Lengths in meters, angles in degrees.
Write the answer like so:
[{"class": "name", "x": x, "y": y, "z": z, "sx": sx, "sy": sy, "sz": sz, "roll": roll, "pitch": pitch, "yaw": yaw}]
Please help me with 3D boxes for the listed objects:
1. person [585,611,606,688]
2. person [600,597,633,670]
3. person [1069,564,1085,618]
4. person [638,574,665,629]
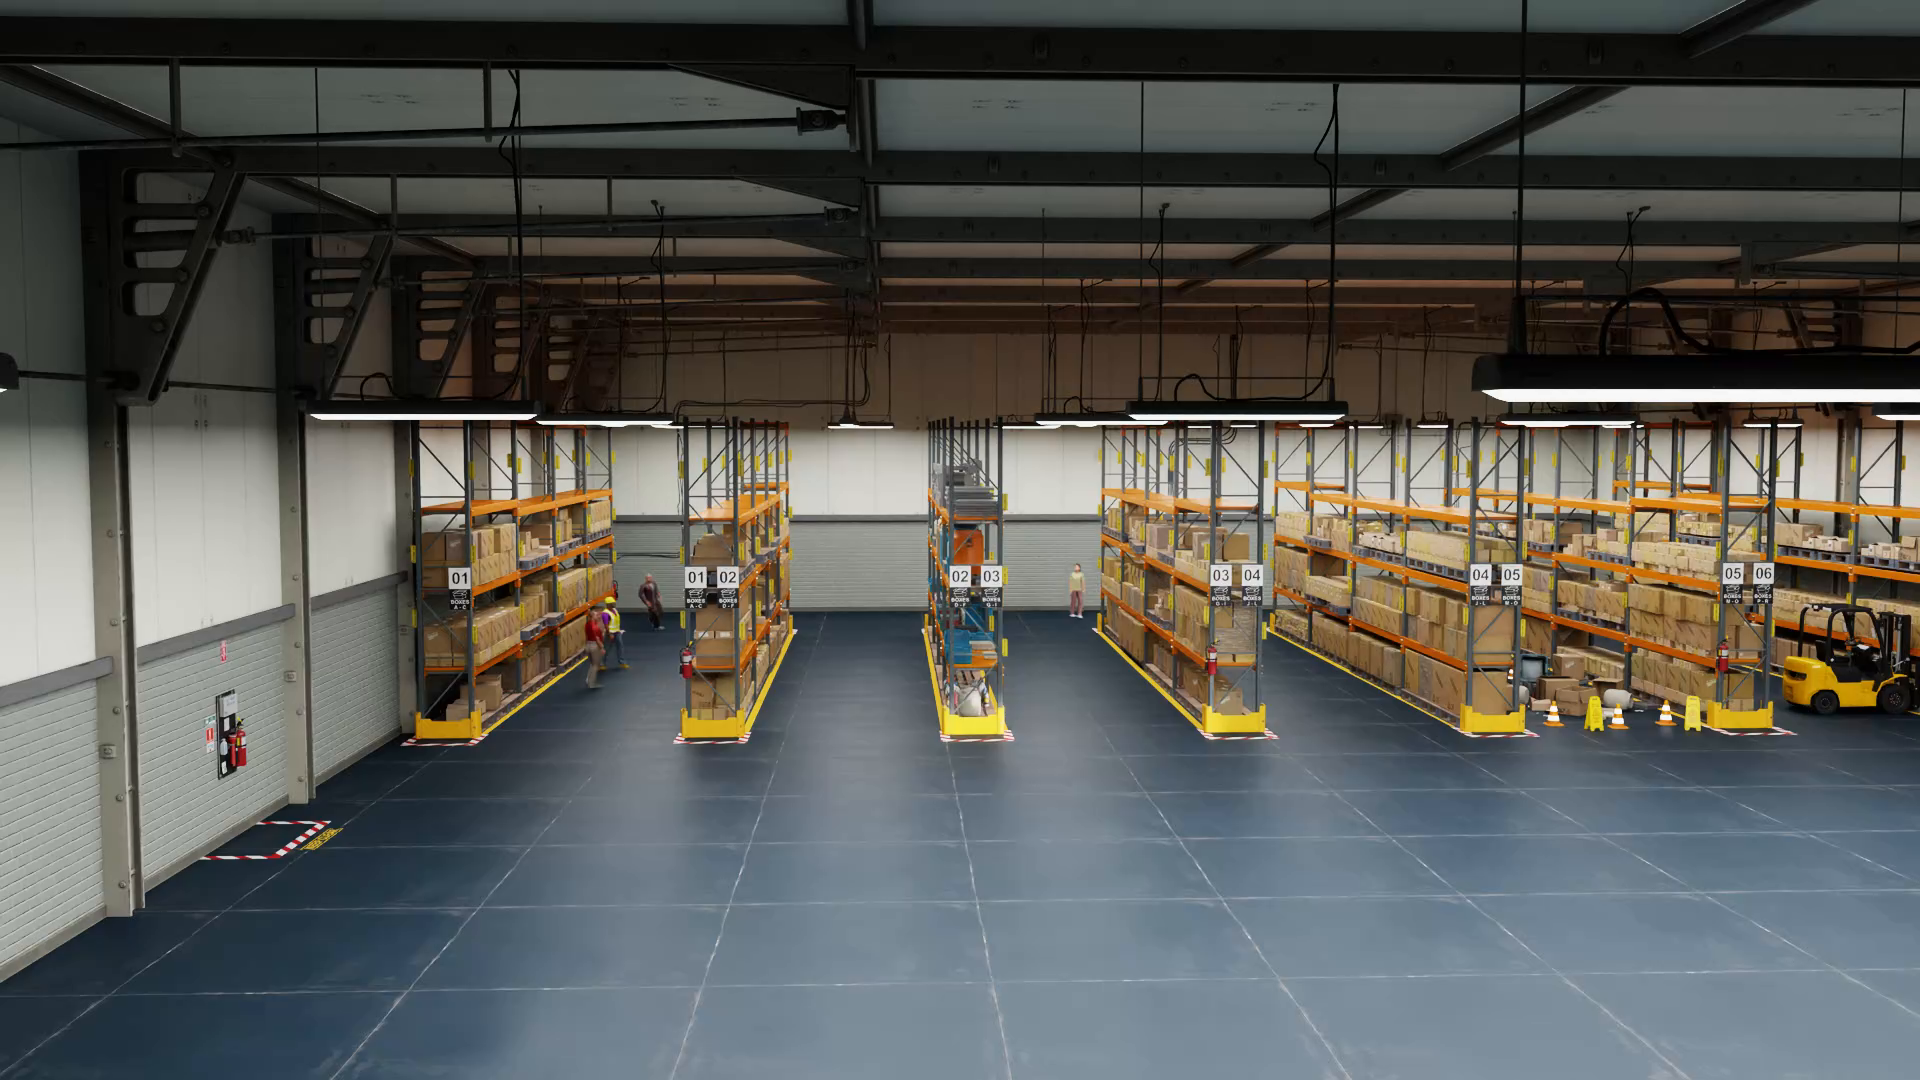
[{"class": "person", "x": -8.114, "y": 2.447, "z": 37.037, "sx": 0.566, "sy": 1.758, "sz": 0.454, "roll": 3, "pitch": 5, "yaw": 39}, {"class": "person", "x": -8.327, "y": 2.244, "z": 39.988, "sx": 0.585, "sy": 1.777, "sz": 0.726, "roll": 2, "pitch": 4, "yaw": 27}, {"class": "person", "x": 3.612, "y": 1.564, "z": 51.257, "sx": 0.473, "sy": 1.675, "sz": 0.514, "roll": -1, "pitch": 4, "yaw": -19}, {"class": "person", "x": -8.909, "y": 1.781, "z": 47.832, "sx": 0.617, "sy": 1.653, "sz": 0.789, "roll": 2, "pitch": 4, "yaw": 31}]
